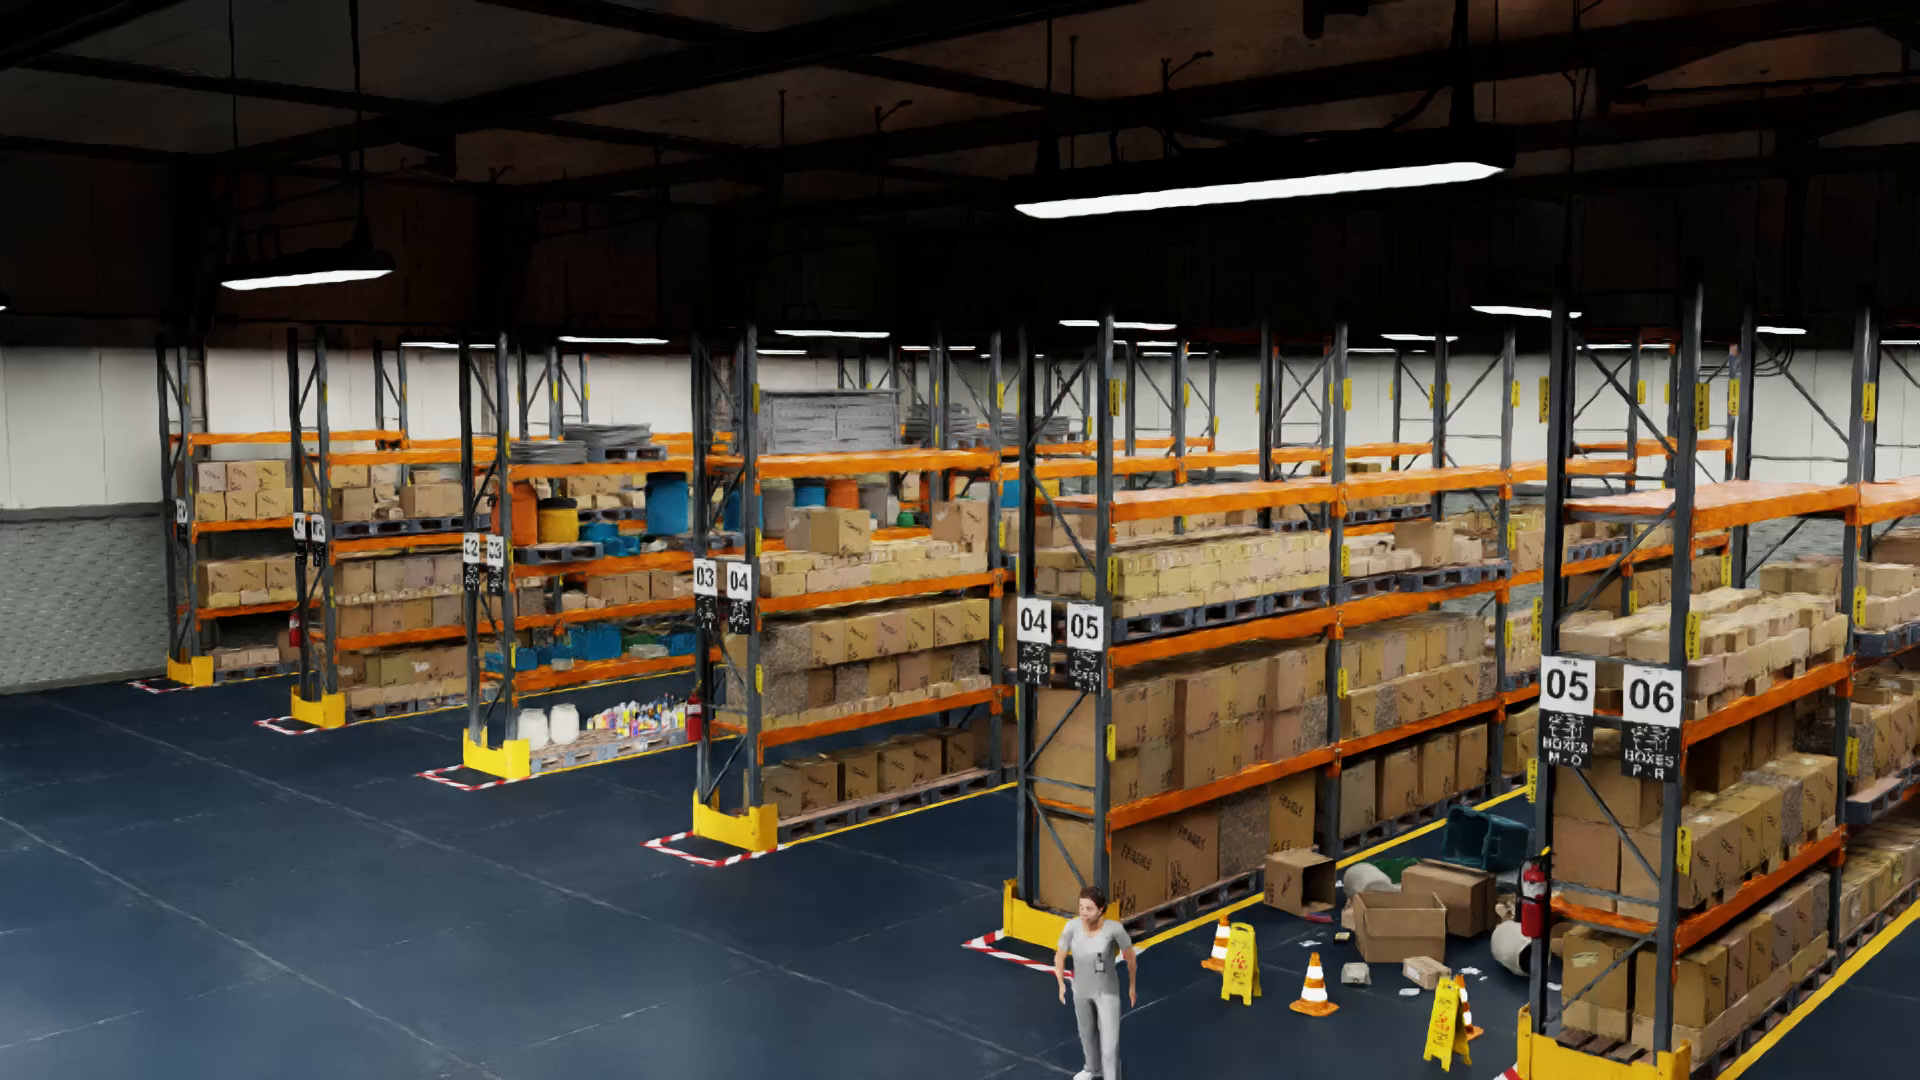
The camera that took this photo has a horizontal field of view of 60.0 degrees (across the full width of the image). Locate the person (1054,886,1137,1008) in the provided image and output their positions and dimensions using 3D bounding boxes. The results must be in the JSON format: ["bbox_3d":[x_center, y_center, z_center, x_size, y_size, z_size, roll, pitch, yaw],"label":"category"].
[{"bbox_3d":[0.926,2.902,11.790,0.556,0.908,0.534,3,6,26],"label":"person"}]
